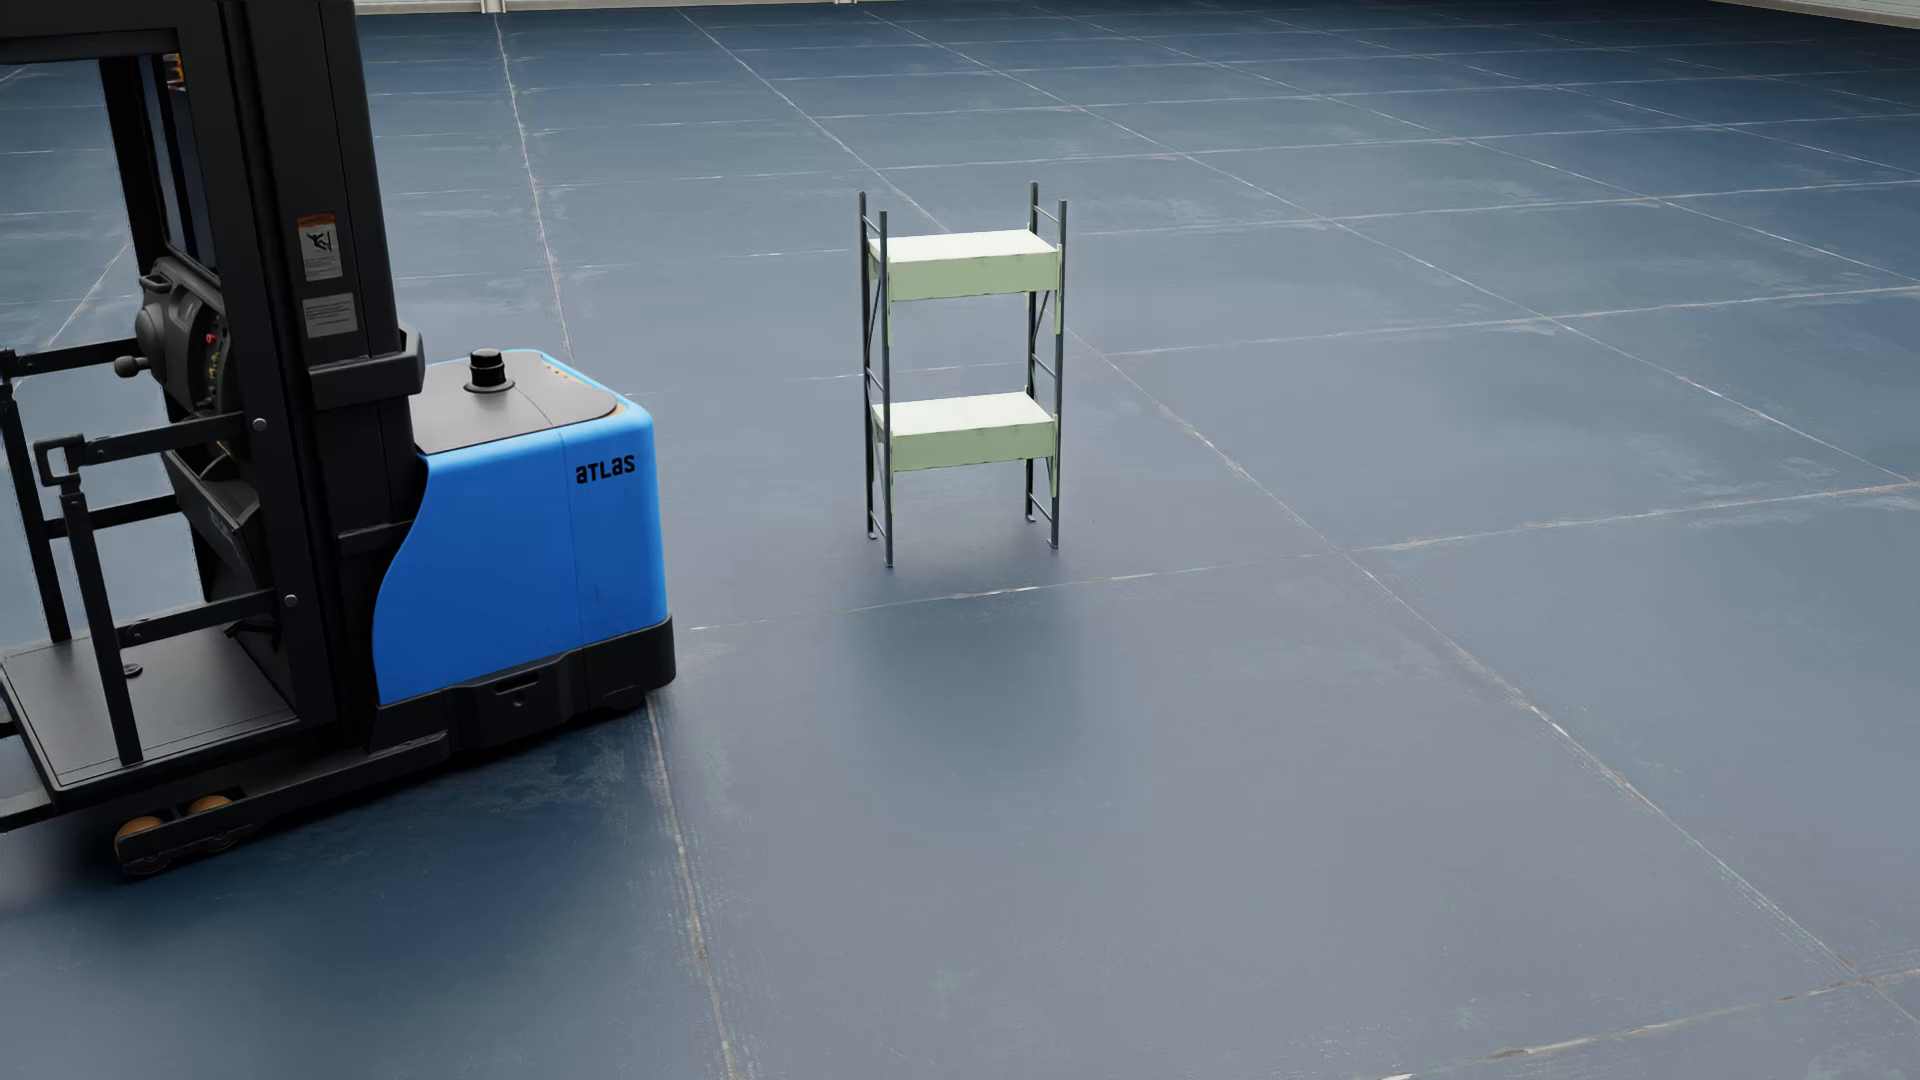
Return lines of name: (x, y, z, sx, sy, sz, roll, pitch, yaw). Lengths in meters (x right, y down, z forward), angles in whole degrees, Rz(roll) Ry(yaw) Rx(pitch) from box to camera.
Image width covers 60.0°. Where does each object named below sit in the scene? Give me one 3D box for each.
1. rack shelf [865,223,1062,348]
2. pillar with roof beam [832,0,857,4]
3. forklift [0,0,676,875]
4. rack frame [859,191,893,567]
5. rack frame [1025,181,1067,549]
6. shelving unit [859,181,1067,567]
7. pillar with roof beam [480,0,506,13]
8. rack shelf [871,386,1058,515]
rack shelf: (0.006, -1.049, 6.802, 0.720, 0.370, 0.431, -6, 24, -14)
pillar with roof beam: (-0.883, -12.003, 23.811, 0.400, 9.000, 9.100, -6, 24, -14)
forklift: (-2.495, -0.590, 4.909, 3.031, 2.935, 1.130, -17, 28, -34)
rack frame: (-0.346, -0.651, 6.865, 0.023, 1.500, 0.400, -6, 24, -14)
rack frame: (0.359, -0.729, 7.047, 0.023, 1.500, 0.400, -6, 24, -14)
shelving unit: (0.006, -0.690, 6.956, 0.755, 1.500, 0.431, -6, 24, -14)
pillar with roof beam: (-6.660, -11.364, 22.321, 0.400, 9.000, 9.100, -6, 24, -14)
rack shelf: (0.006, -0.390, 7.084, 0.720, 0.370, 0.431, -6, 24, -14)
